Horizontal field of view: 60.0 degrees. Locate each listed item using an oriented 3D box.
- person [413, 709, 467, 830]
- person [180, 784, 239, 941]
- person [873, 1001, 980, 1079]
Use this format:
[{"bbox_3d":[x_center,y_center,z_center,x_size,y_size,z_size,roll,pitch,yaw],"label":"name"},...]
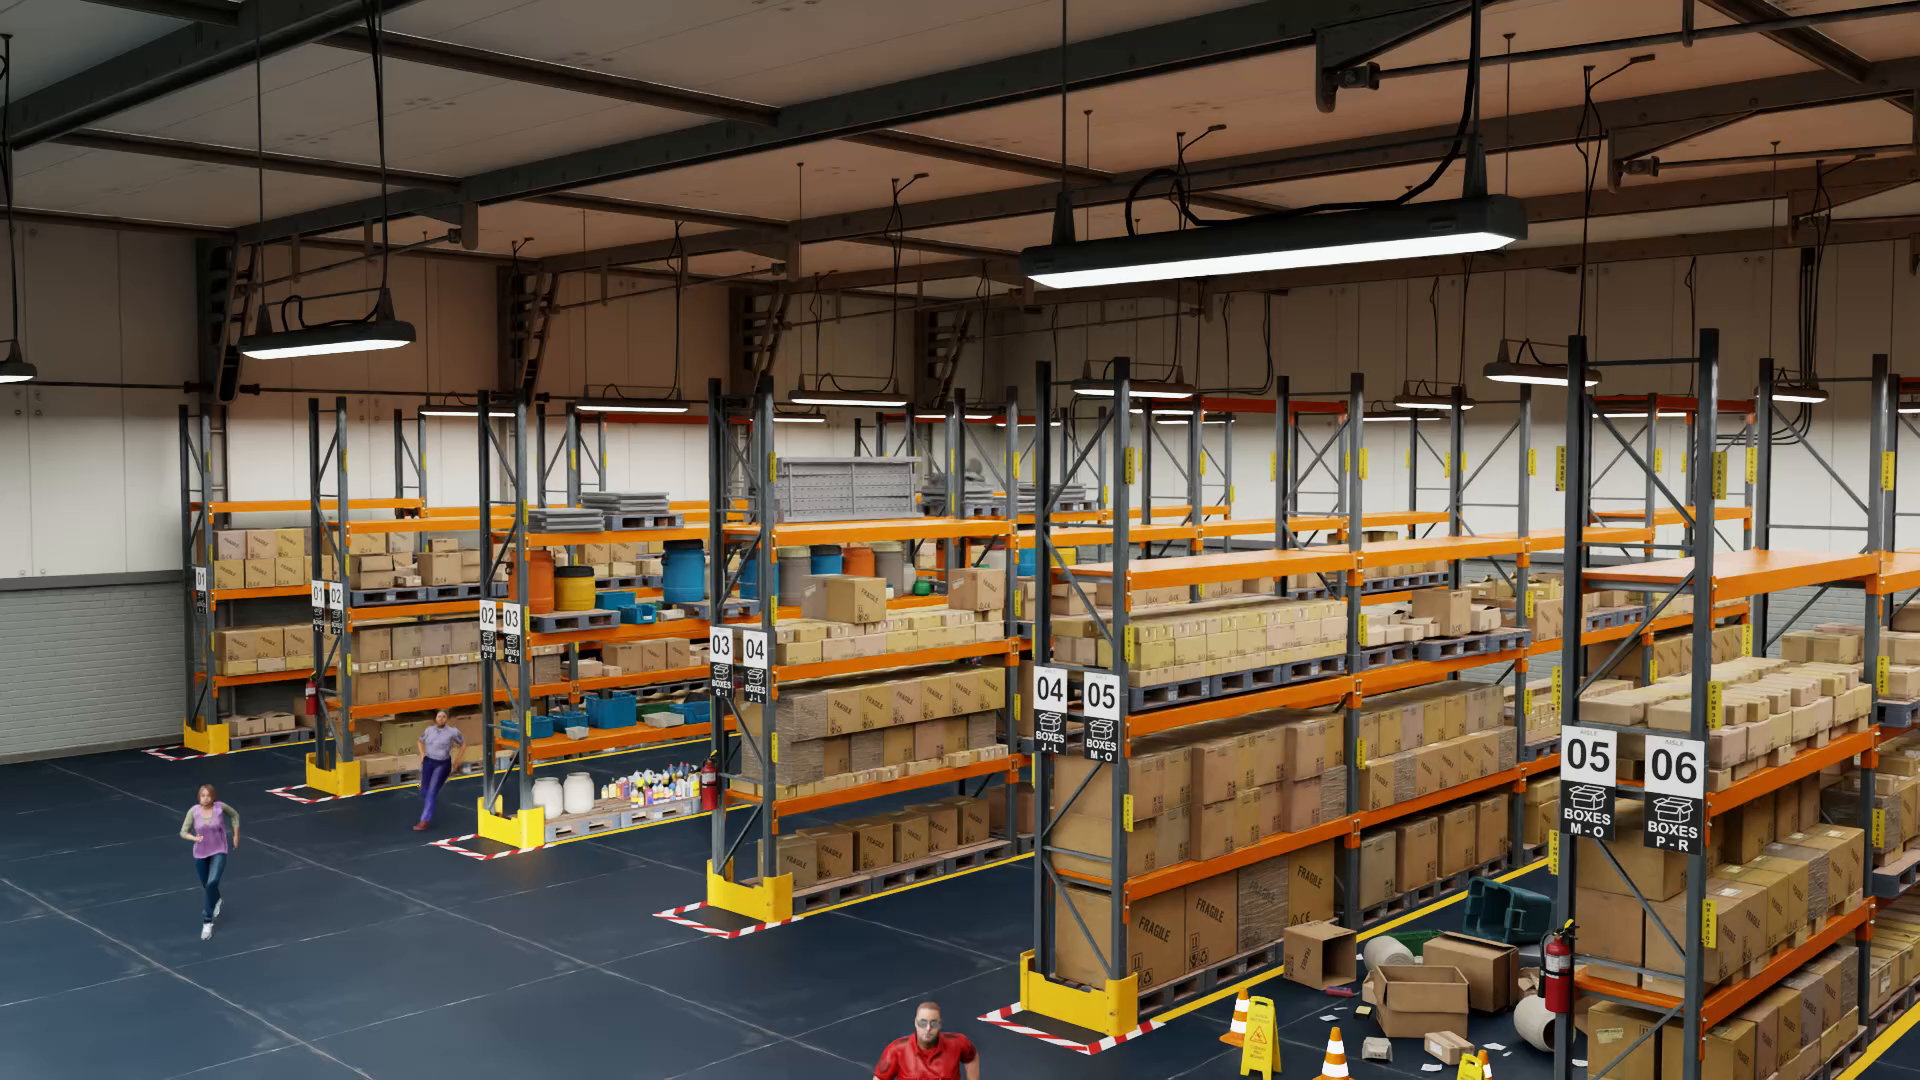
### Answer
[{"bbox_3d":[-7.224,3.146,23.044,0.680,1.607,0.878,0,3,4],"label":"person"},{"bbox_3d":[-8.104,3.421,17.980,0.562,1.621,0.871,-1,3,-17],"label":"person"},{"bbox_3d":[-0.211,3.752,10.536,0.685,1.741,1.031,0,3,-2],"label":"person"}]
